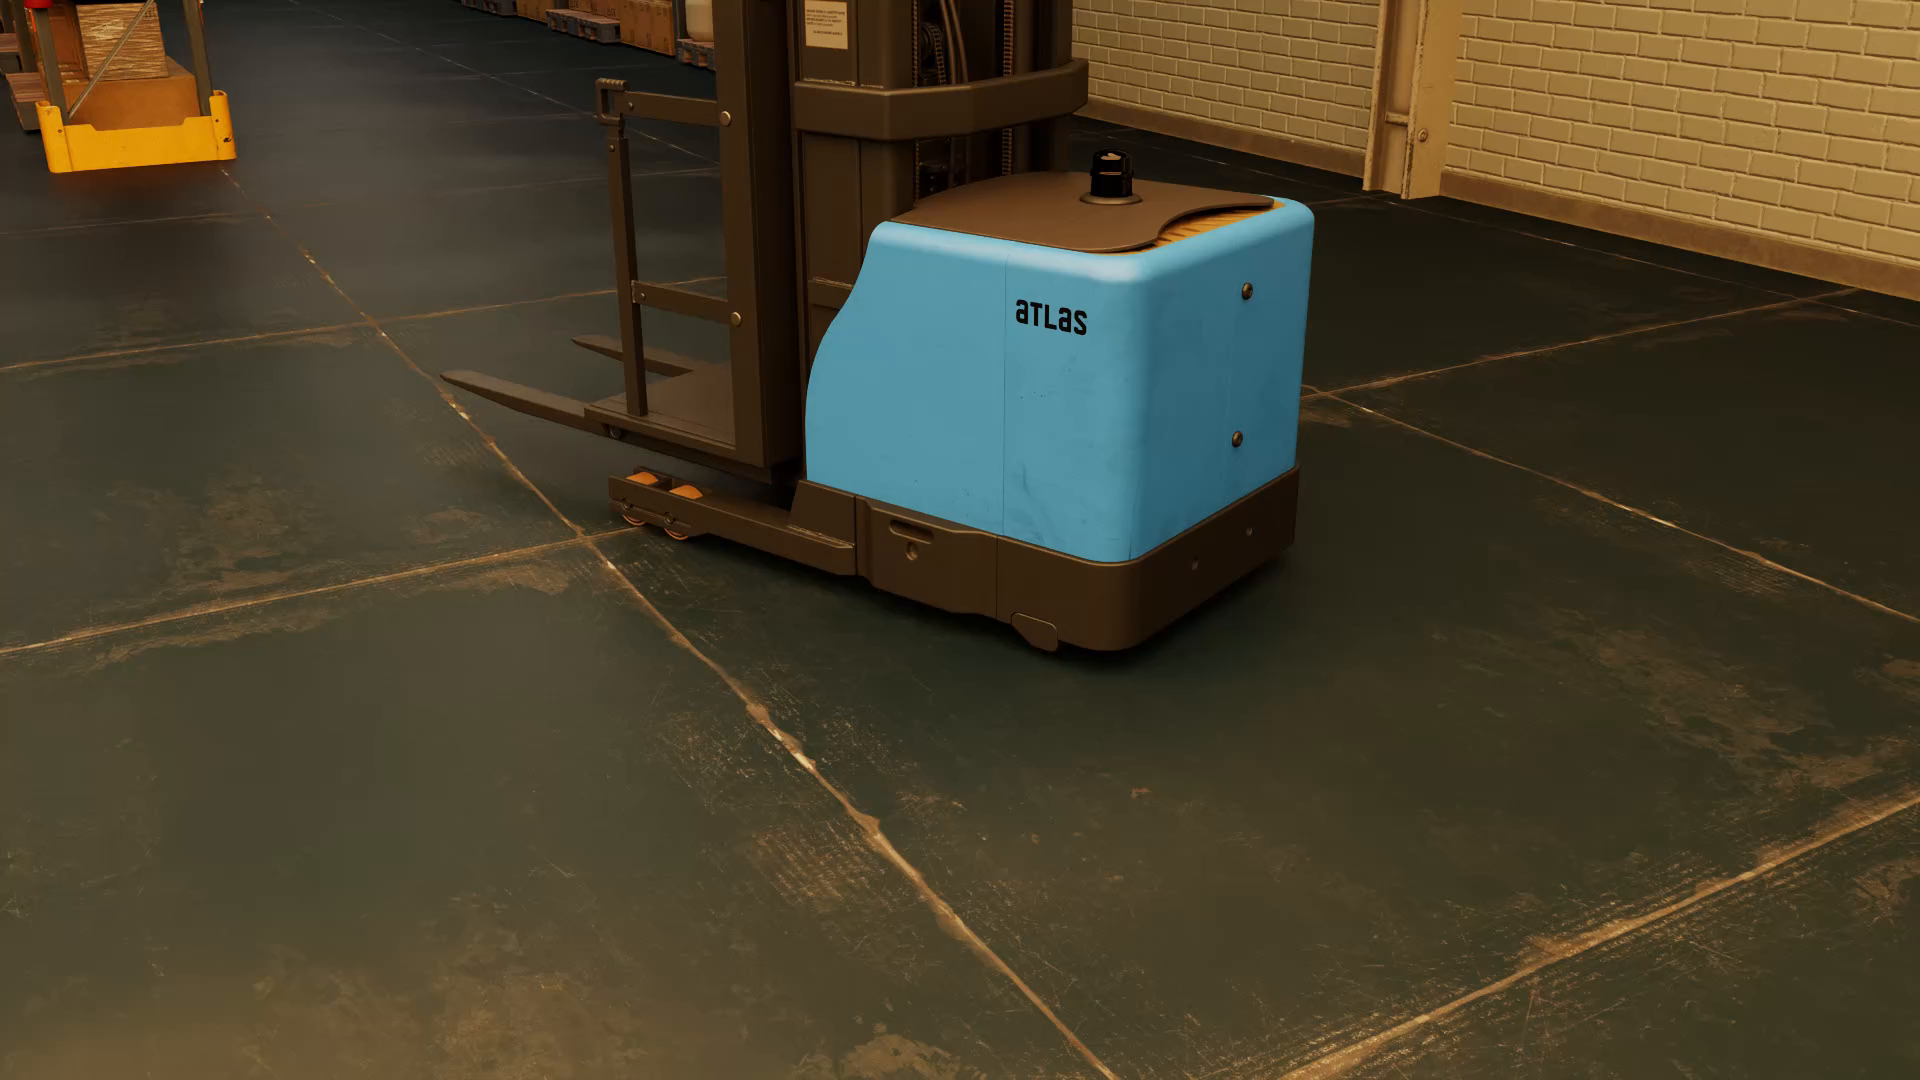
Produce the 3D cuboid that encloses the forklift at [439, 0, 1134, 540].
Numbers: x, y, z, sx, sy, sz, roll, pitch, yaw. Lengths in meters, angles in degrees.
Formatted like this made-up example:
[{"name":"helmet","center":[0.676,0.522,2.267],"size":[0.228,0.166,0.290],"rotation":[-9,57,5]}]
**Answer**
[{"name":"forklift","center":[-0.479,-1.499,4.926],"size":[3.031,2.935,1.121],"rotation":[16,27,34]}]
